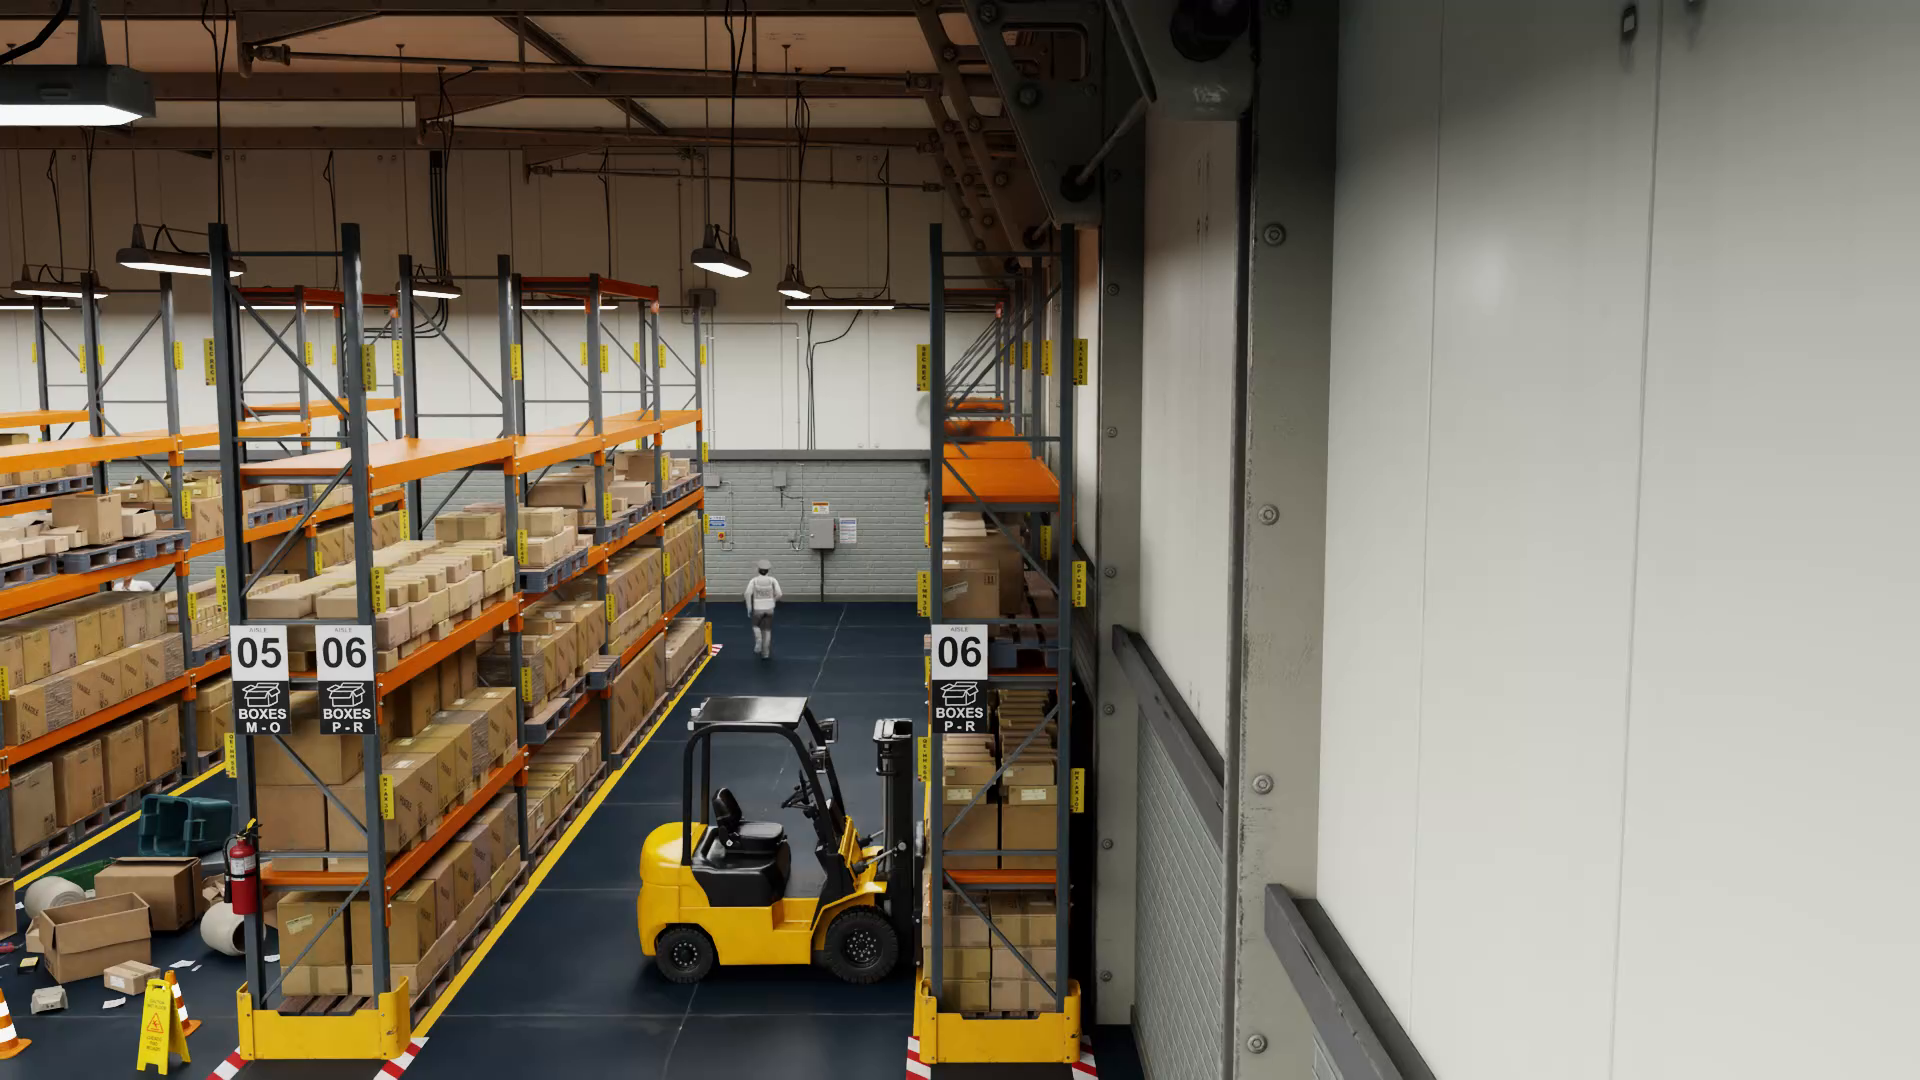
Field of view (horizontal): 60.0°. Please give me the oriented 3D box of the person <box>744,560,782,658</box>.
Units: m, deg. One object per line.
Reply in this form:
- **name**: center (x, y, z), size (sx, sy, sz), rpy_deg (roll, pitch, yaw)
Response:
- **person**: center (-3.272, 1.143, 27.597), size (0.631, 1.634, 0.549), rpy_deg (-1, 7, -11)

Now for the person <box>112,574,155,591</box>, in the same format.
- **person**: center (-12.921, 1.268, 25.930), size (0.707, 1.728, 0.689), rpy_deg (0, 7, 2)
